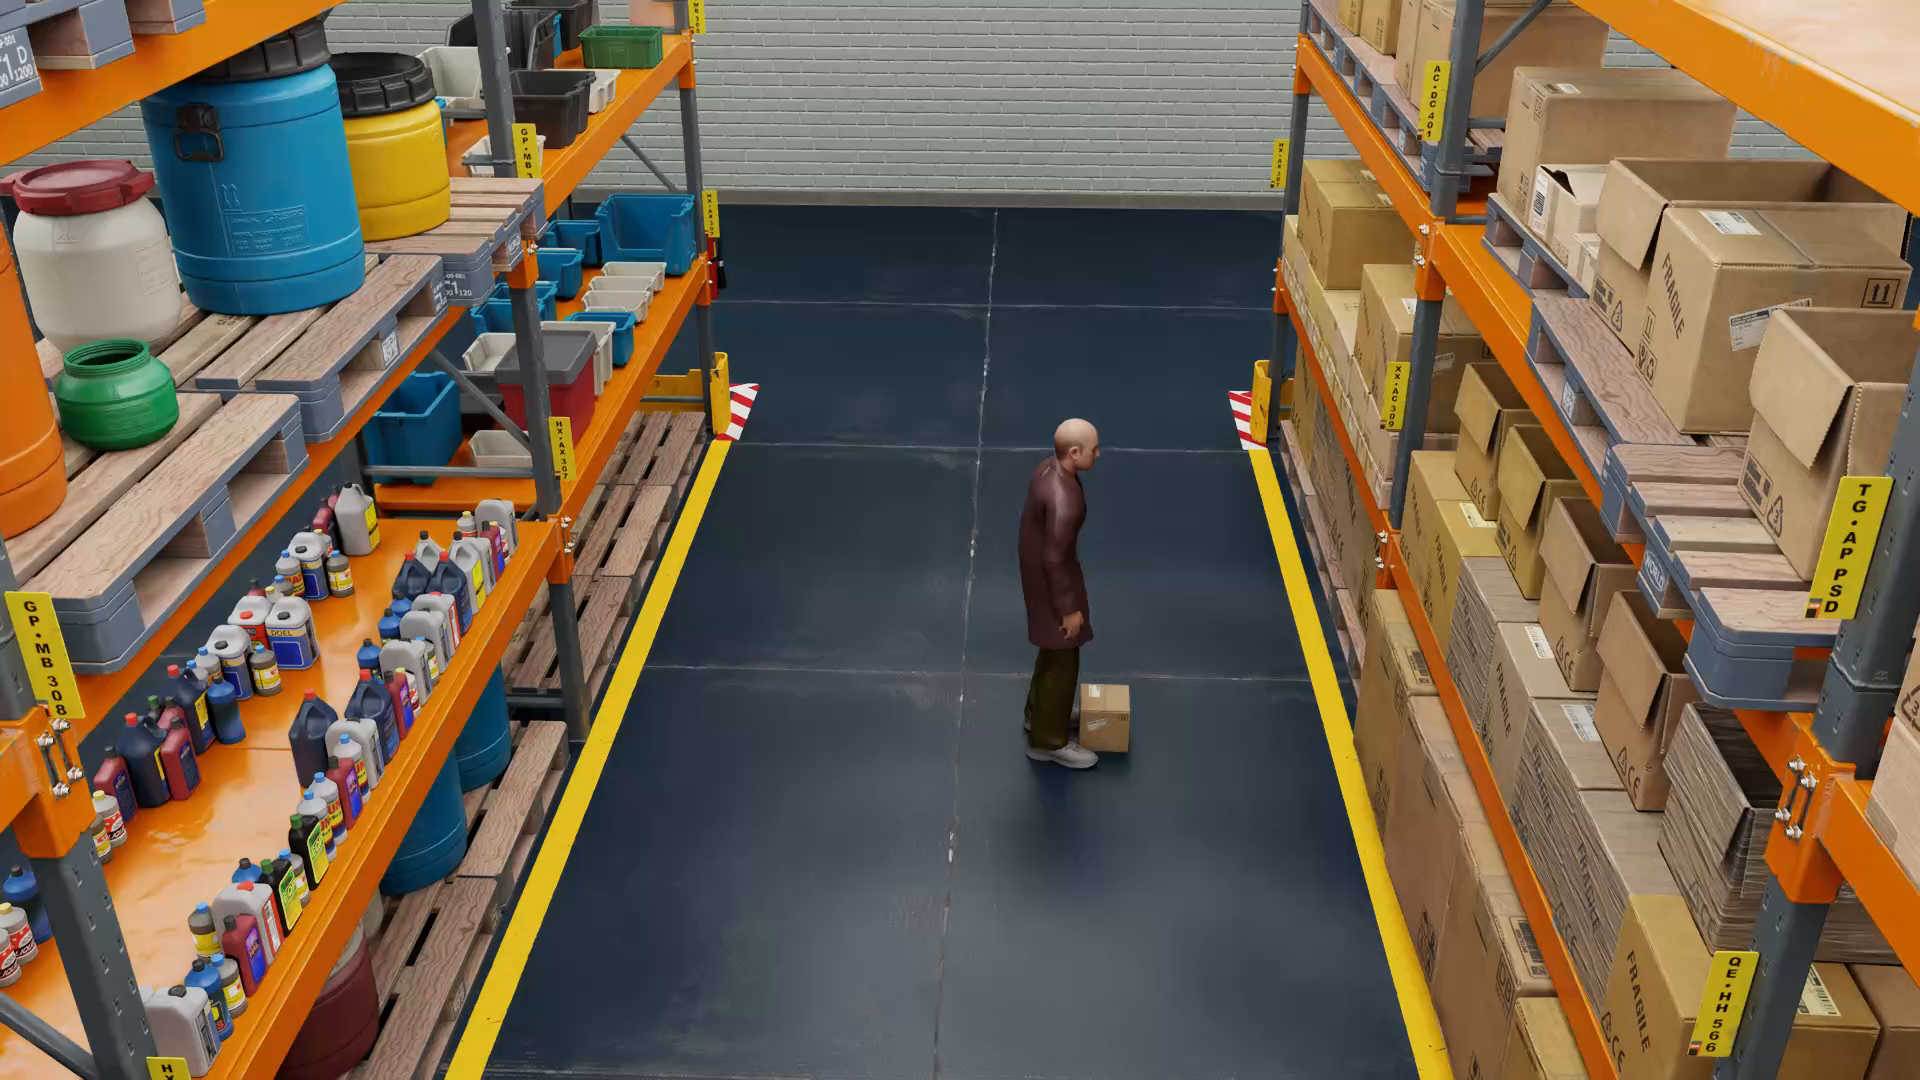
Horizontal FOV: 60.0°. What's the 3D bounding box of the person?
[{"bbox_3d":[0.491,0.233,8.190,0.415,1.774,0.654,0,28,1],"label":"person"}]
